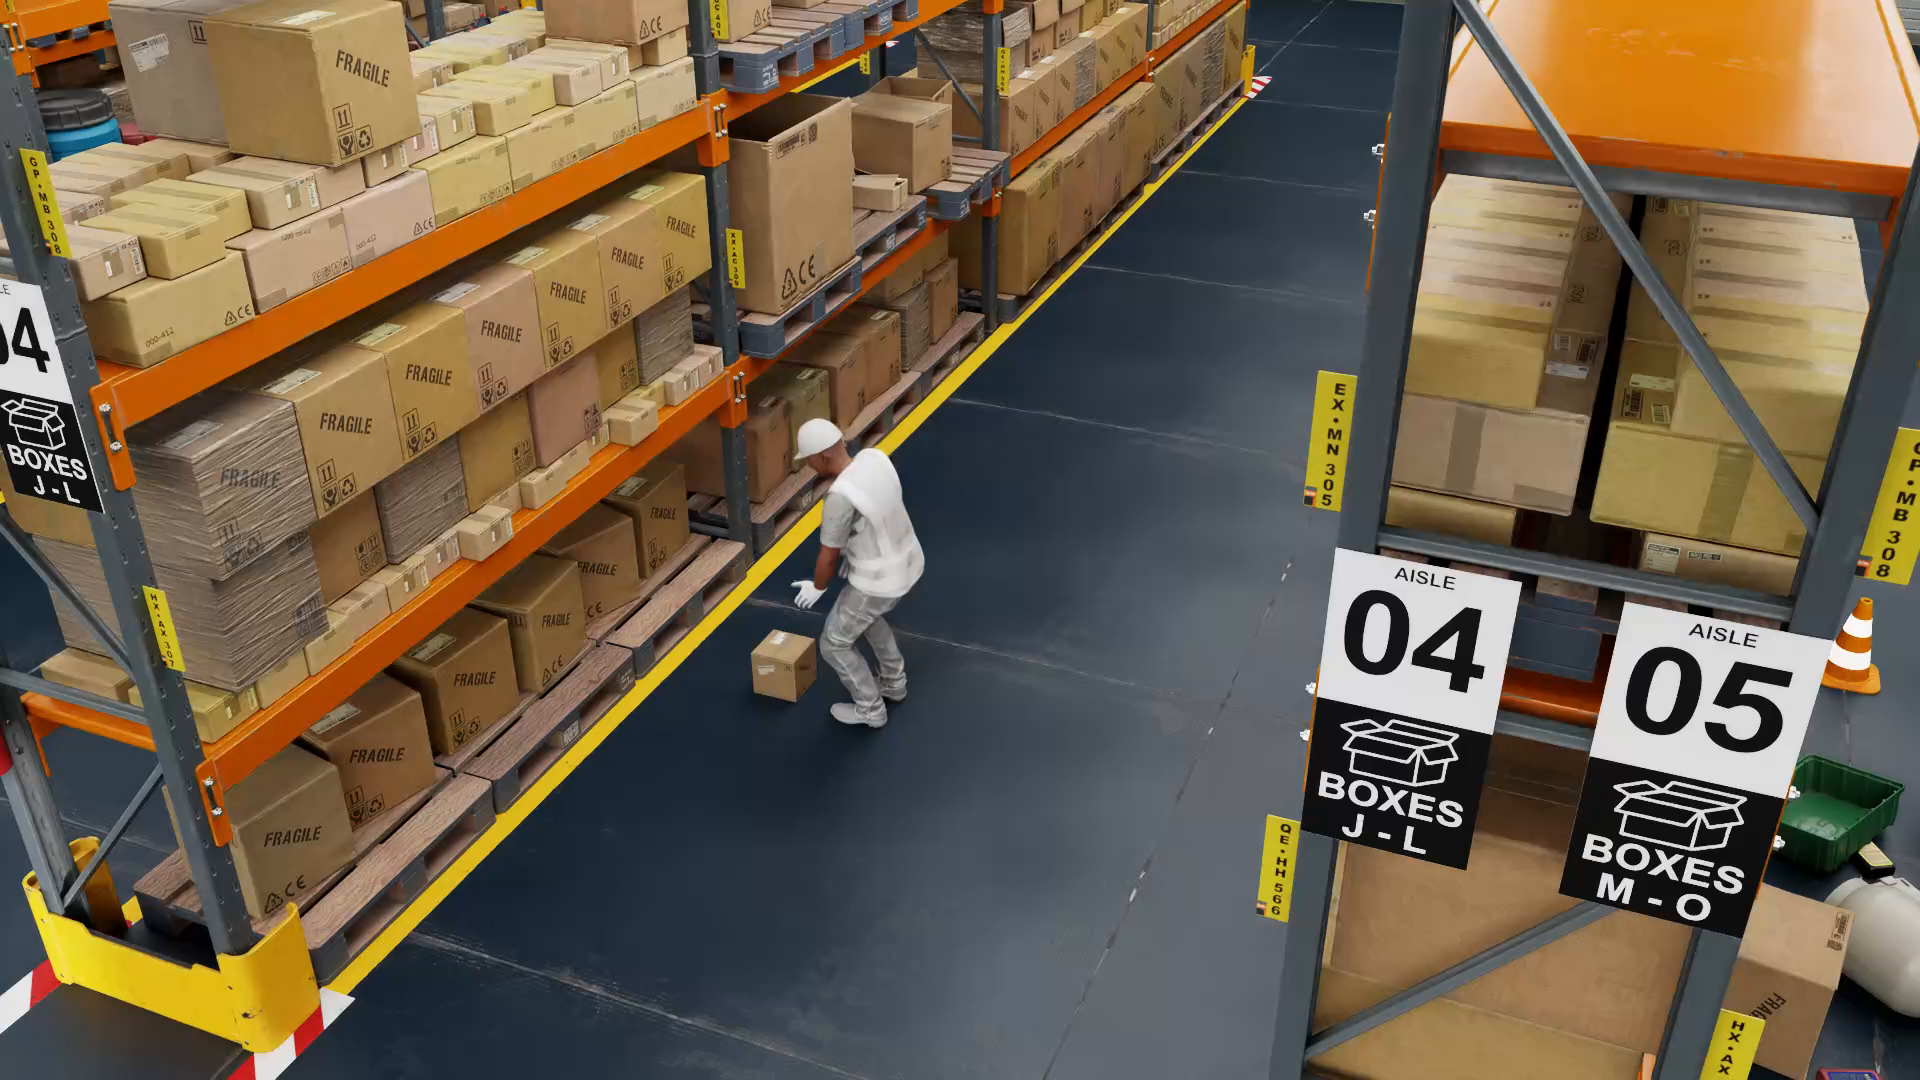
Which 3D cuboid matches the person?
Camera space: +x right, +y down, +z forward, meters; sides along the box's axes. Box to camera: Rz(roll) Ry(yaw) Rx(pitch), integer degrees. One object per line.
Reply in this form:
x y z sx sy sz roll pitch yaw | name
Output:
-0.507 0.169 8.246 0.606 1.624 0.598 12 31 20 | person
